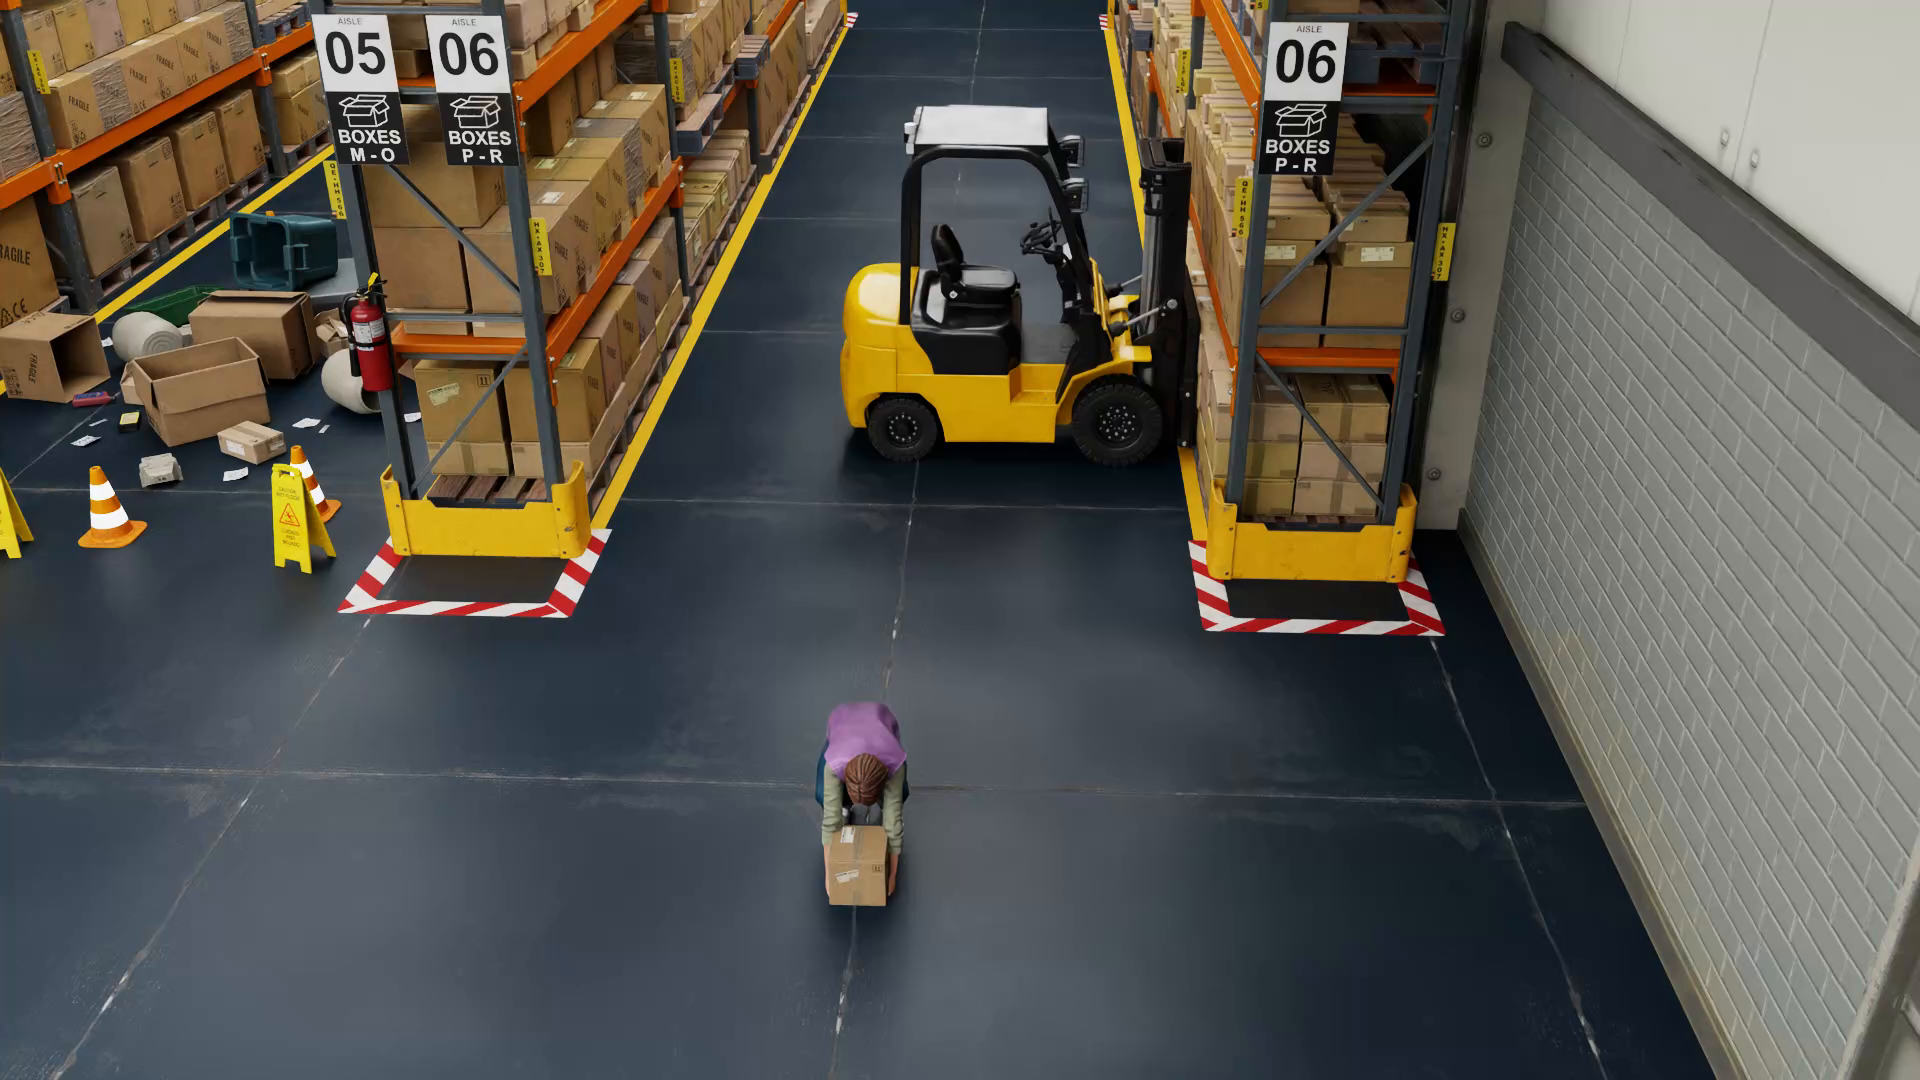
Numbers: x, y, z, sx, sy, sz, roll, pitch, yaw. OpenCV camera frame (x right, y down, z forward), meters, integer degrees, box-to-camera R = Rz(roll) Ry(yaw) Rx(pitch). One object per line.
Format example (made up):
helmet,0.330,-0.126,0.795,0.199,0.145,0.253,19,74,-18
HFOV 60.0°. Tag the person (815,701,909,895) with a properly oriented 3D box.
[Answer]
person,-0.443,1.115,7.584,0.428,0.729,0.848,0,28,1
